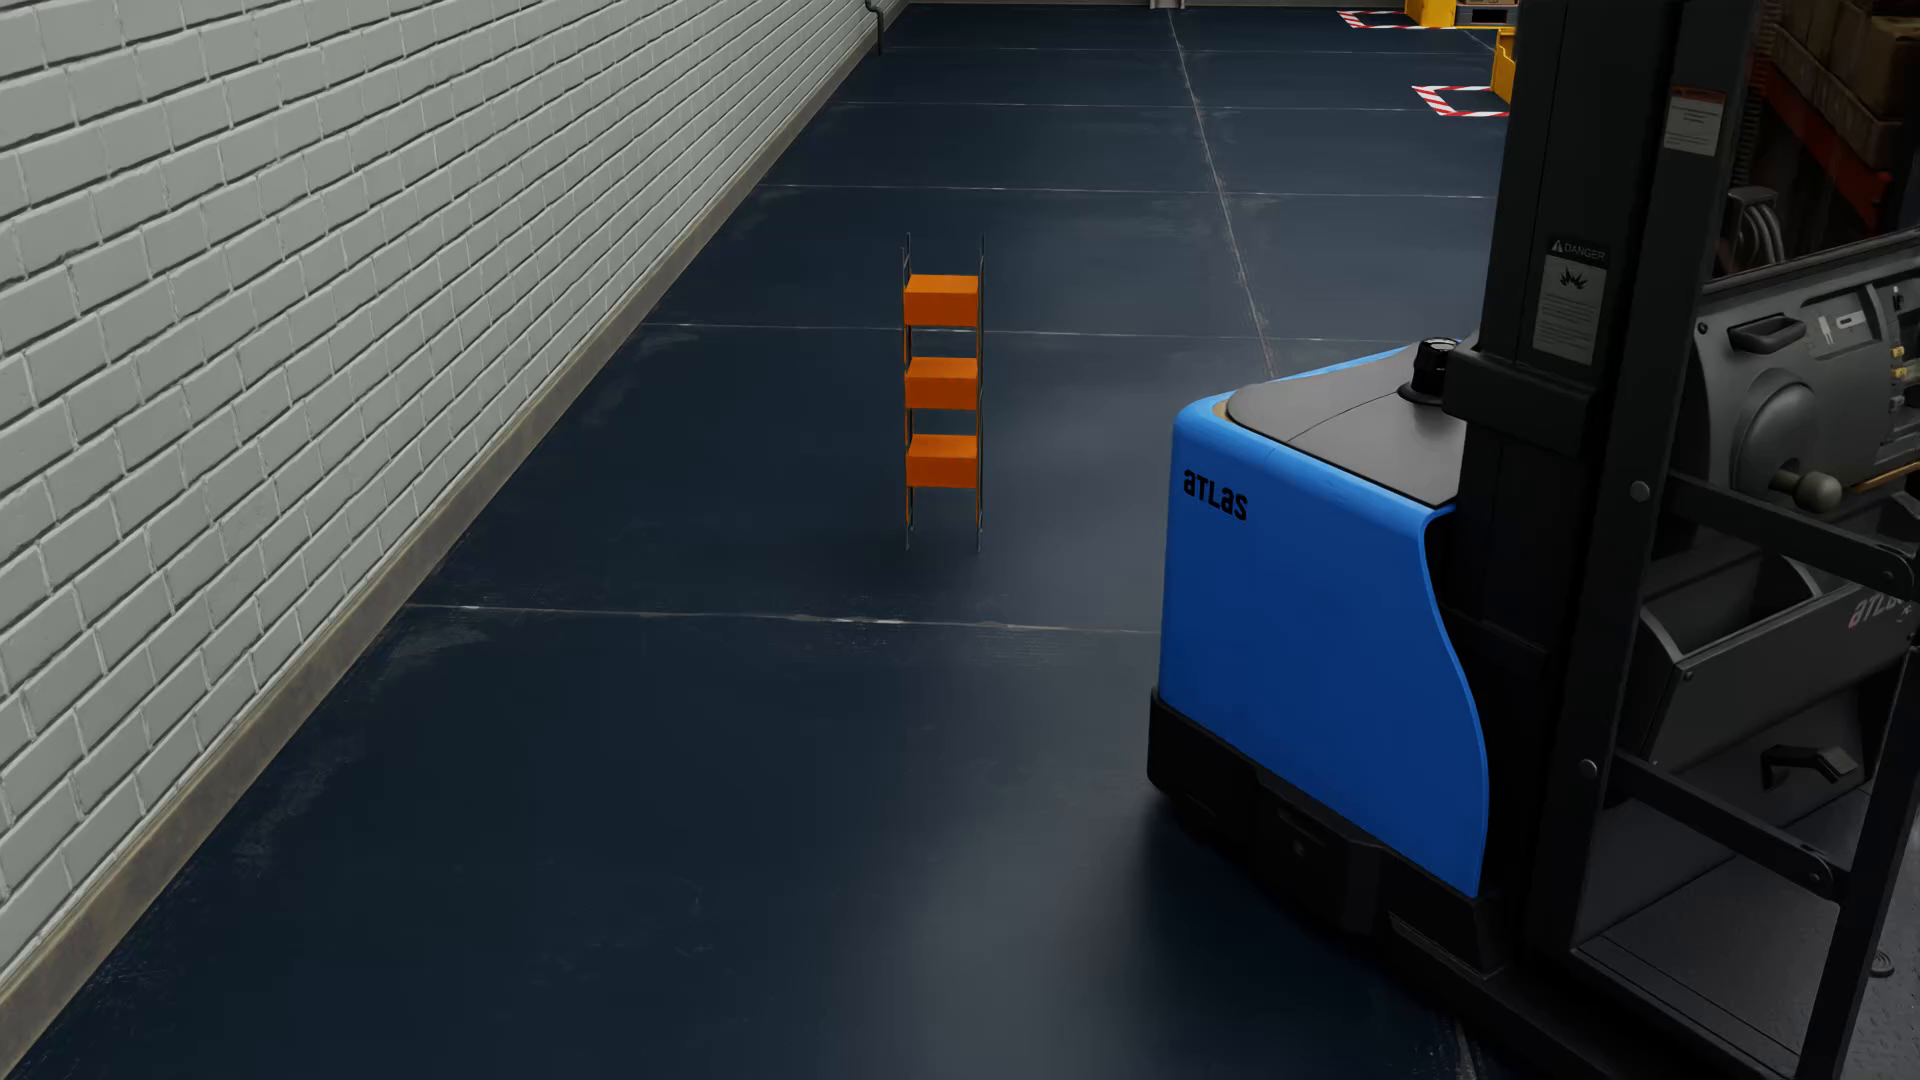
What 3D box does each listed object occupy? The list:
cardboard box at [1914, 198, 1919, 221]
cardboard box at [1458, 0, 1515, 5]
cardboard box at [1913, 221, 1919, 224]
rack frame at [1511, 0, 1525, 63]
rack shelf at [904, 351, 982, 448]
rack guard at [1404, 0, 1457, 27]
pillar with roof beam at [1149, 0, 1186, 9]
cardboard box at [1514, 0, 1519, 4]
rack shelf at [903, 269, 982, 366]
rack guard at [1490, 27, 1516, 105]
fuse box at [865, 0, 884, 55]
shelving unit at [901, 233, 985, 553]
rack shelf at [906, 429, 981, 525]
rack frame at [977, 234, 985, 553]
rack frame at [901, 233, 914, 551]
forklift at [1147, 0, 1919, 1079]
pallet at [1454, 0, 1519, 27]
[{"bbox_3d":[4.827,-1.754,8.526,0.250,0.149,0.380,3,25,6],"label":"cardboard box"},{"bbox_3d":[5.581,-5.980,17.641,0.637,0.503,0.797,1,25,2],"label":"cardboard box"},{"bbox_3d":[4.822,-1.592,8.530,0.250,0.149,0.380,2,25,5],"label":"cardboard box"},{"bbox_3d":[4.603,-4.913,12.839,0.127,3.000,1.000,2,25,4],"label":"rack frame"},{"bbox_3d":[-0.053,-0.469,5.539,0.240,0.259,0.215,2,25,4],"label":"rack shelf"},{"bbox_3d":[5.055,-5.844,17.853,0.348,0.500,1.175,2,25,4],"label":"rack guard"},{"bbox_3d":[2.030,-8.375,13.186,0.400,9.000,9.100,2,25,4],"label":"pillar with roof beam"},{"bbox_3d":[6.002,-5.789,17.651,0.250,0.149,0.380,1,25,2],"label":"cardboard box"},{"bbox_3d":[-0.053,-0.727,5.420,0.240,0.259,0.215,2,25,4],"label":"rack shelf"},{"bbox_3d":[4.579,-3.778,13.364,0.348,0.500,1.175,2,25,4],"label":"rack guard"},{"bbox_3d":[-0.715,-5.370,15.372,0.414,1.711,0.539,2,25,4],"label":"fuse box"},{"bbox_3d":[-0.053,-0.479,5.534,0.252,1.050,0.215,2,25,4],"label":"shelving unit"},{"bbox_3d":[-0.053,-0.217,5.655,0.240,0.259,0.215,2,25,4],"label":"rack shelf"},{"bbox_3d":[0.068,-0.475,5.526,0.008,1.050,0.200,2,25,4],"label":"rack frame"},{"bbox_3d":[-0.175,-0.483,5.543,0.008,1.050,0.200,2,25,4],"label":"rack frame"},{"bbox_3d":[1.727,-0.277,2.846,1.130,2.935,3.031,-16,29,-31],"label":"forklift"},{"bbox_3d":[5.850,-5.688,17.859,1.213,0.211,1.003,2,25,4],"label":"pallet"}]
